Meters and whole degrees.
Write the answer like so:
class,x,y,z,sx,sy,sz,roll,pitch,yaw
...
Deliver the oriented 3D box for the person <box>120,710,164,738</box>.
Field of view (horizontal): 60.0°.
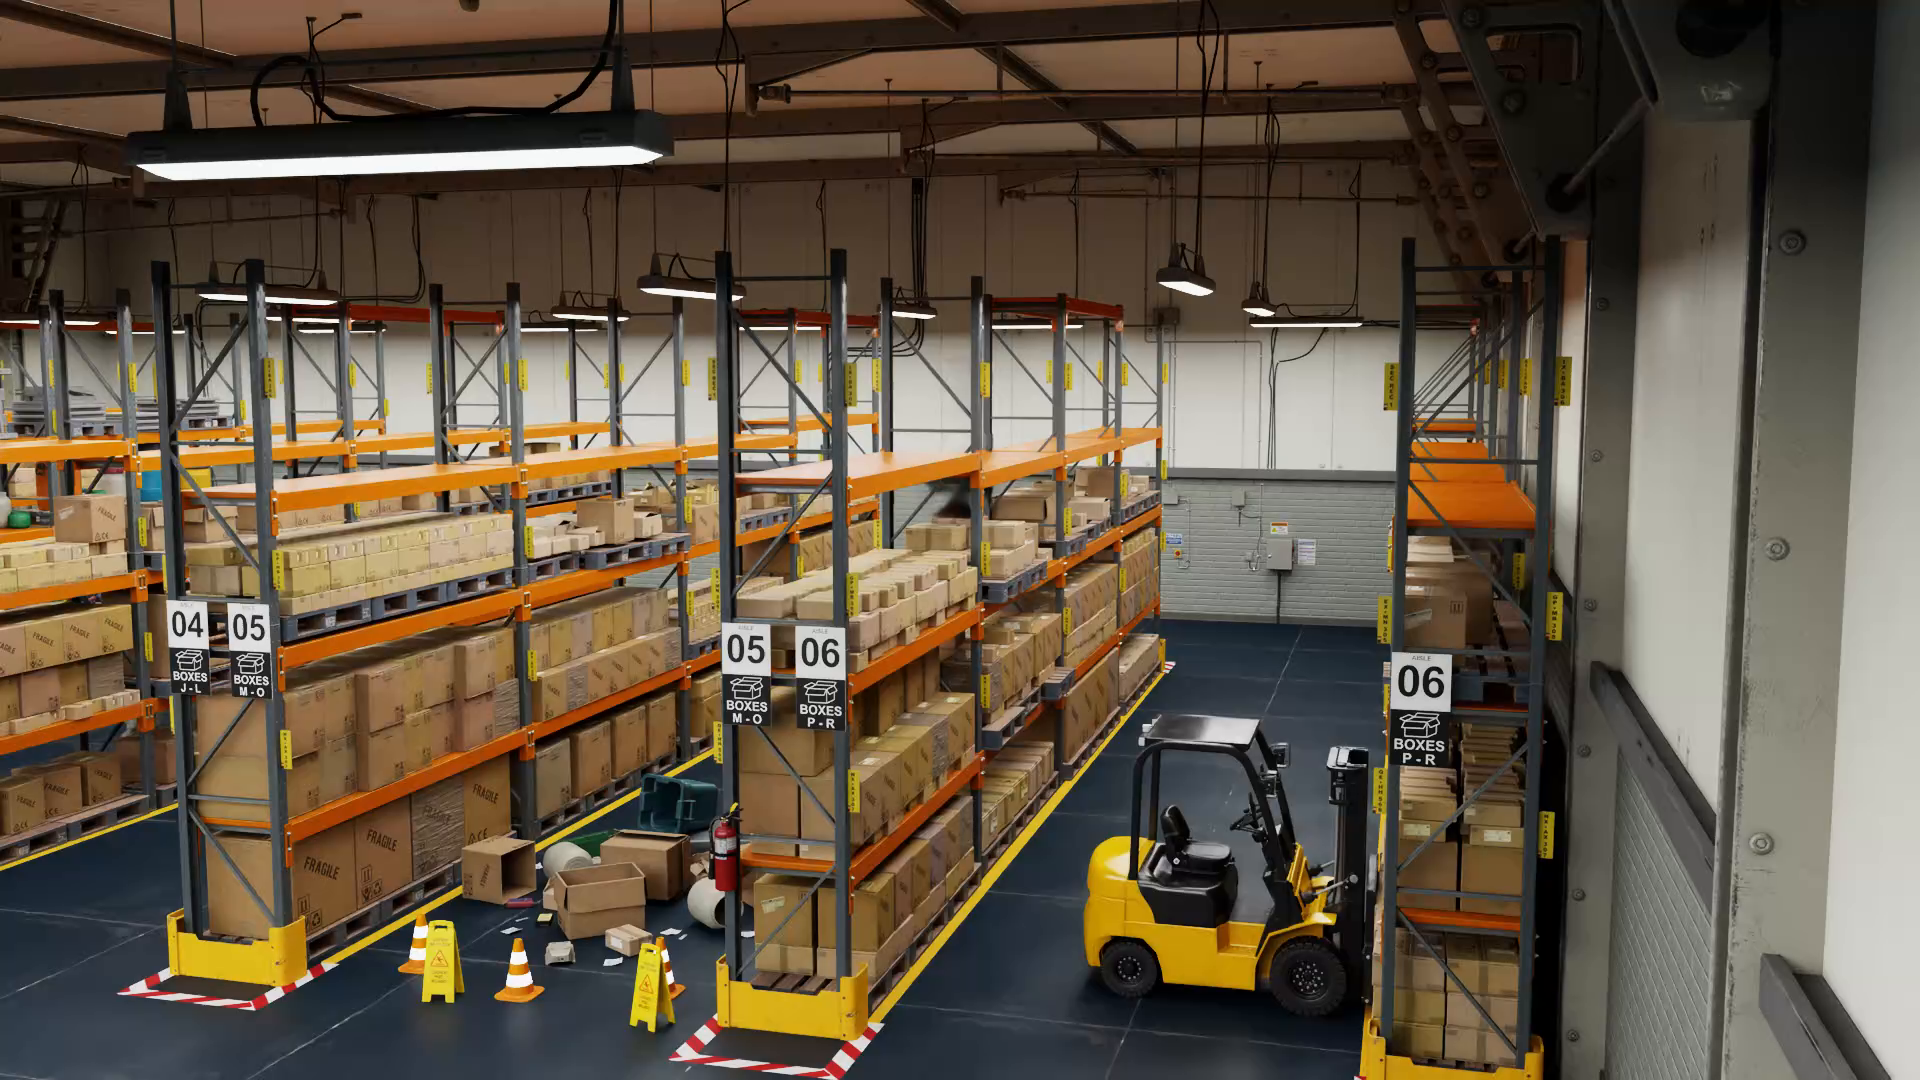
class,x,y,z,sx,sy,sz,roll,pitch,yaw
person,-11.528,1.892,23.284,0.613,1.660,0.726,1,6,10
